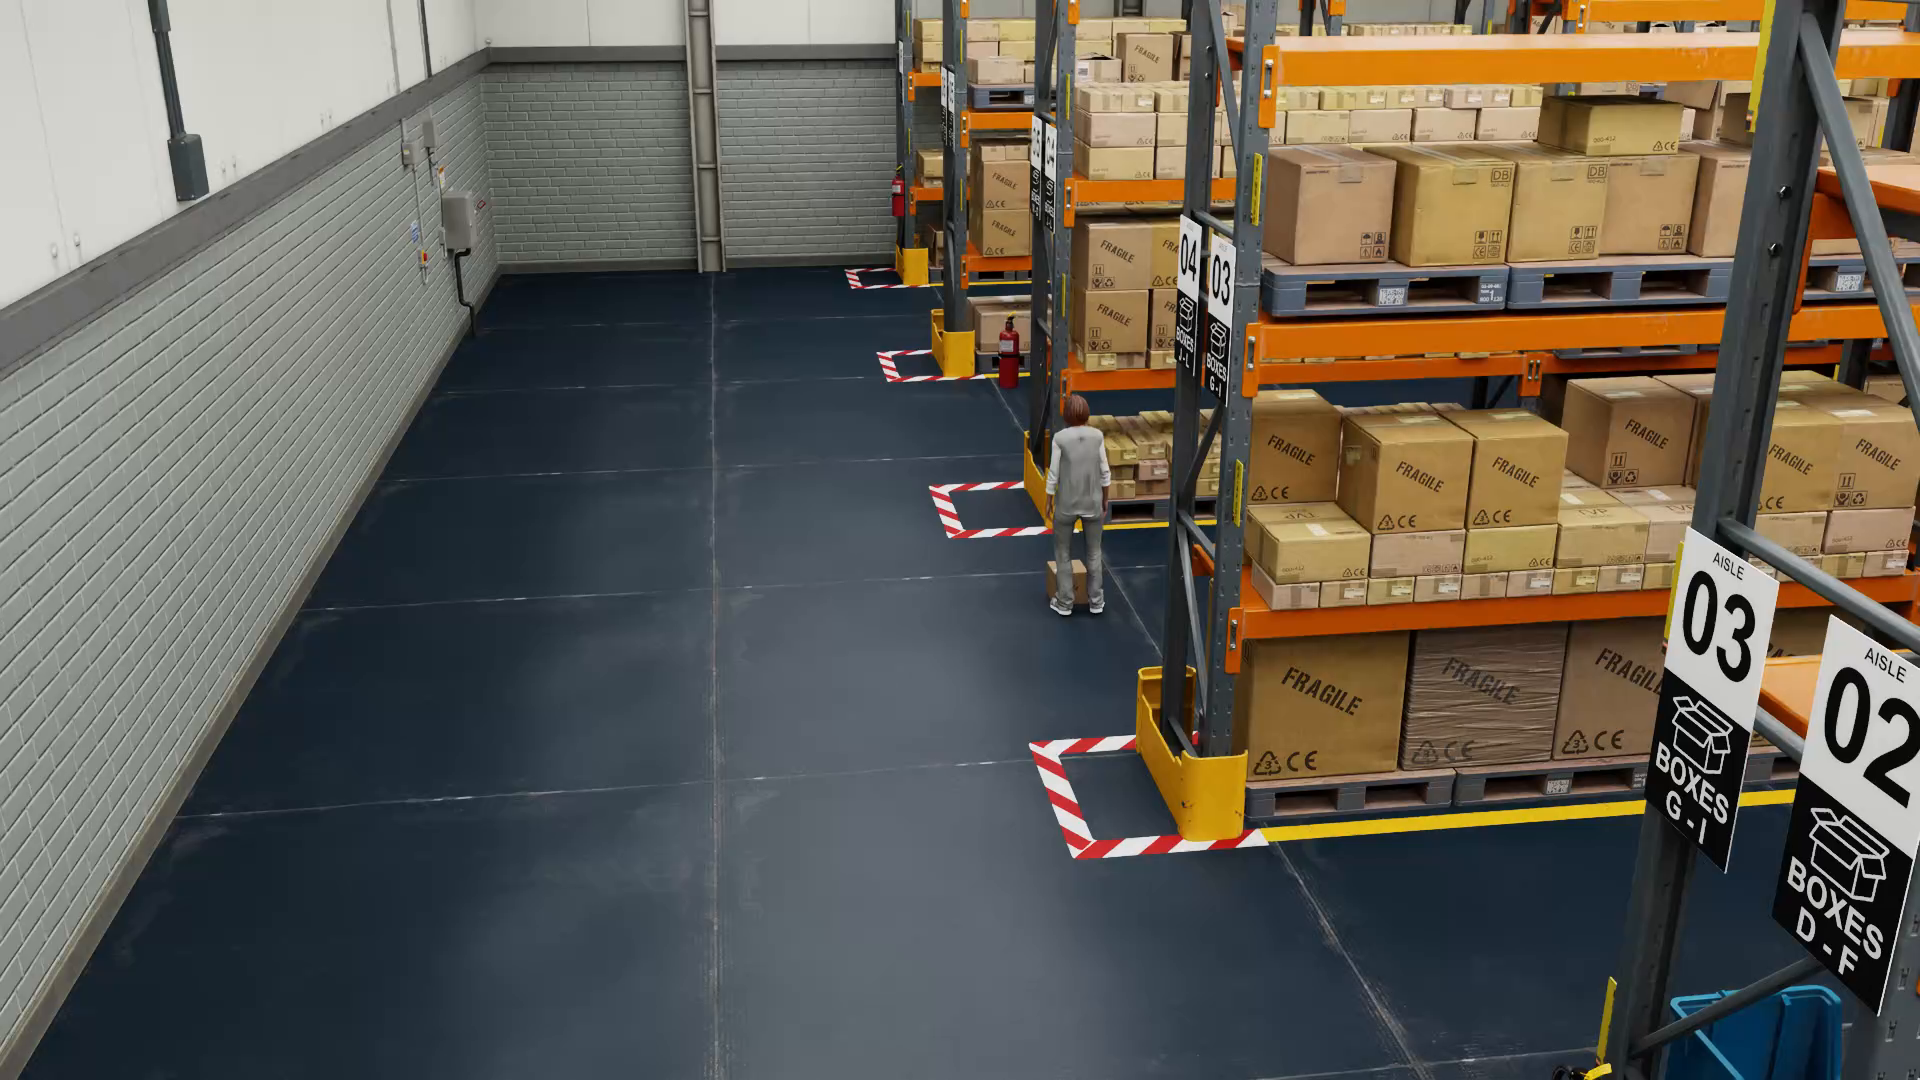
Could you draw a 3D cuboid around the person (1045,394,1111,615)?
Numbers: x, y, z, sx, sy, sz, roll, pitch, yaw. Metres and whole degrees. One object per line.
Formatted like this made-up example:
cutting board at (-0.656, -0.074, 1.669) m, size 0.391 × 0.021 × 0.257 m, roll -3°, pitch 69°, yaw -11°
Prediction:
person at (0.829, -0.236, 11.728) m, size 0.468 × 1.593 × 0.350 m, roll -3°, pitch 21°, yaw -8°
